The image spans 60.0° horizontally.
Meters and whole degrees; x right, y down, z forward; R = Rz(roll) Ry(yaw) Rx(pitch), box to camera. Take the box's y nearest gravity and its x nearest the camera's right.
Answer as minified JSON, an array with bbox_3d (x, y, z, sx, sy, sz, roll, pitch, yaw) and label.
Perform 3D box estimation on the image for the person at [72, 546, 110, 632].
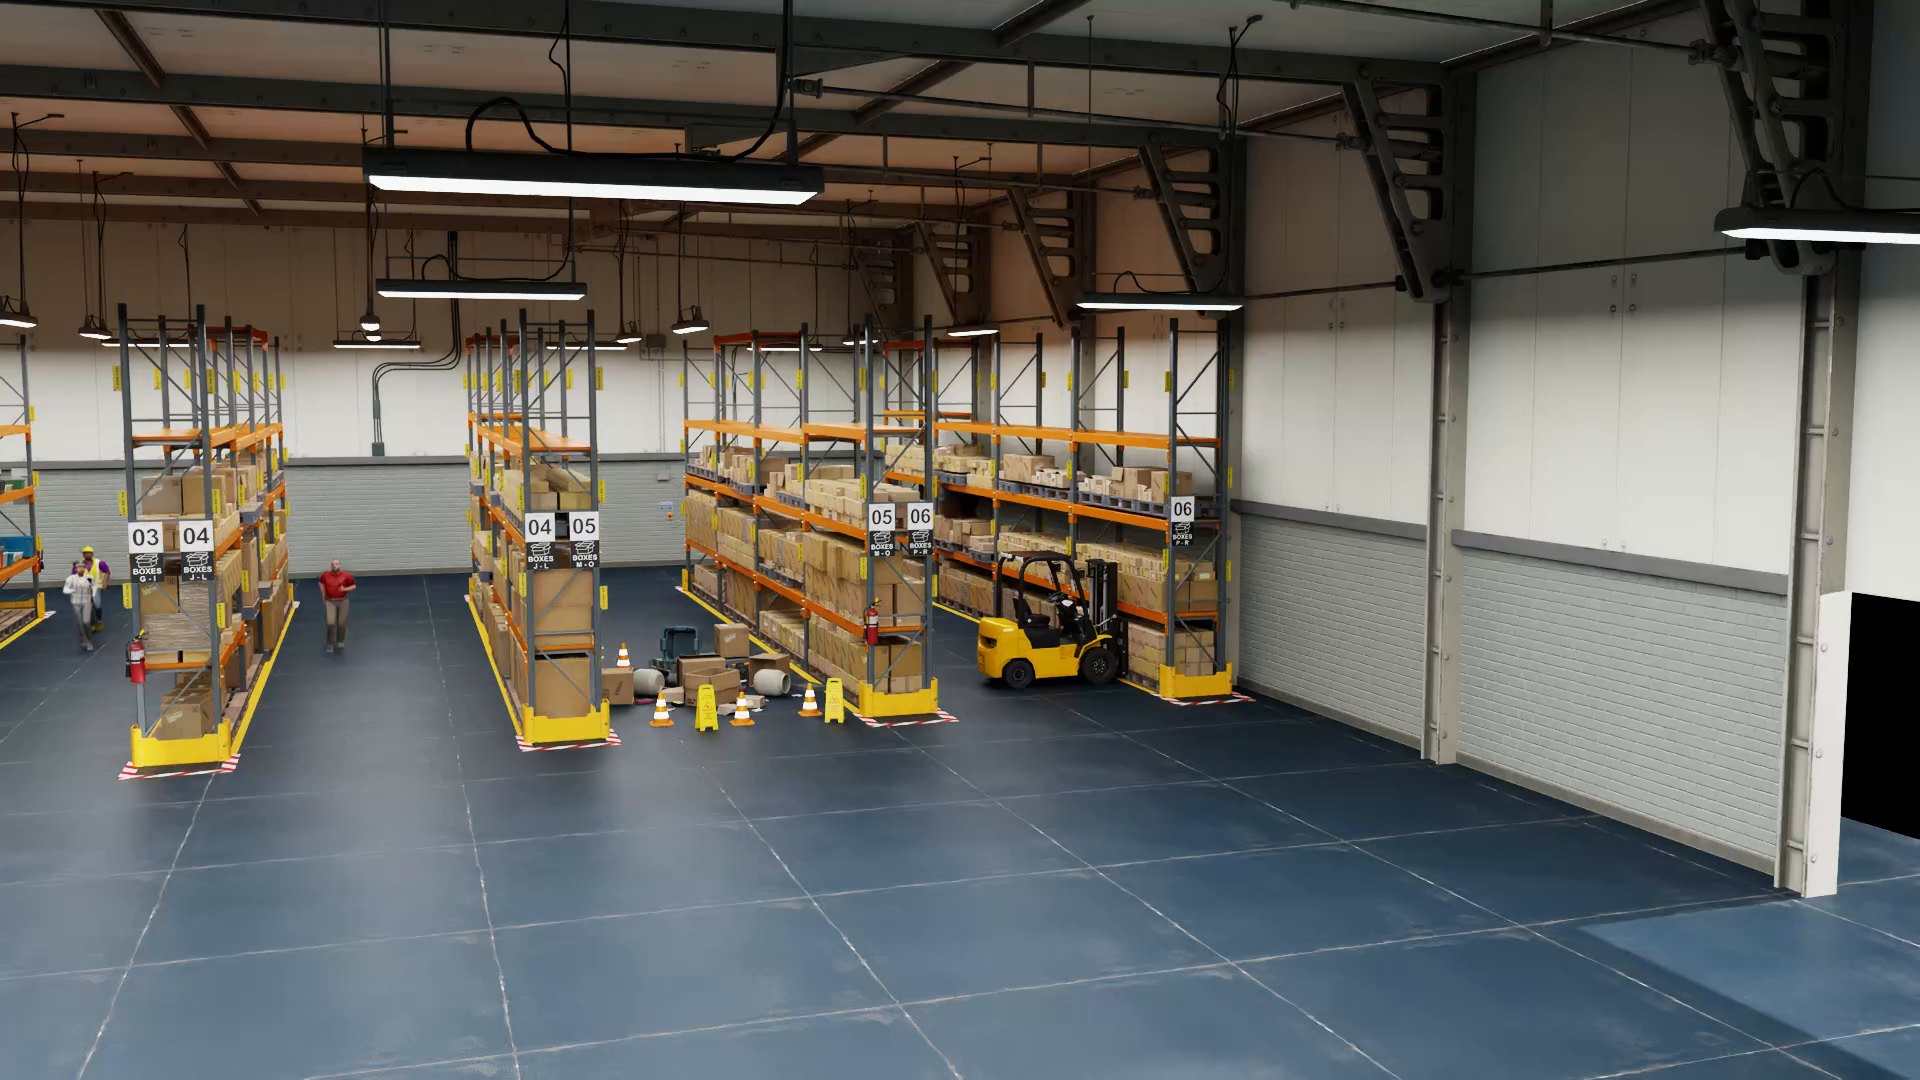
[{"bbox_3d":[-17.312,0.988,33.127,0.673,1.732,0.633,-2,6,-22],"label":"person"}]

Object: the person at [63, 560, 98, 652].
[{"bbox_3d":[-16.417,1.237,31.060,0.569,1.749,0.716,-3,6,-26],"label":"person"}]

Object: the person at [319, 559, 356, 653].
[{"bbox_3d":[-11.573,1.242,30.934,0.662,1.799,0.700,-2,6,-17],"label":"person"}]
